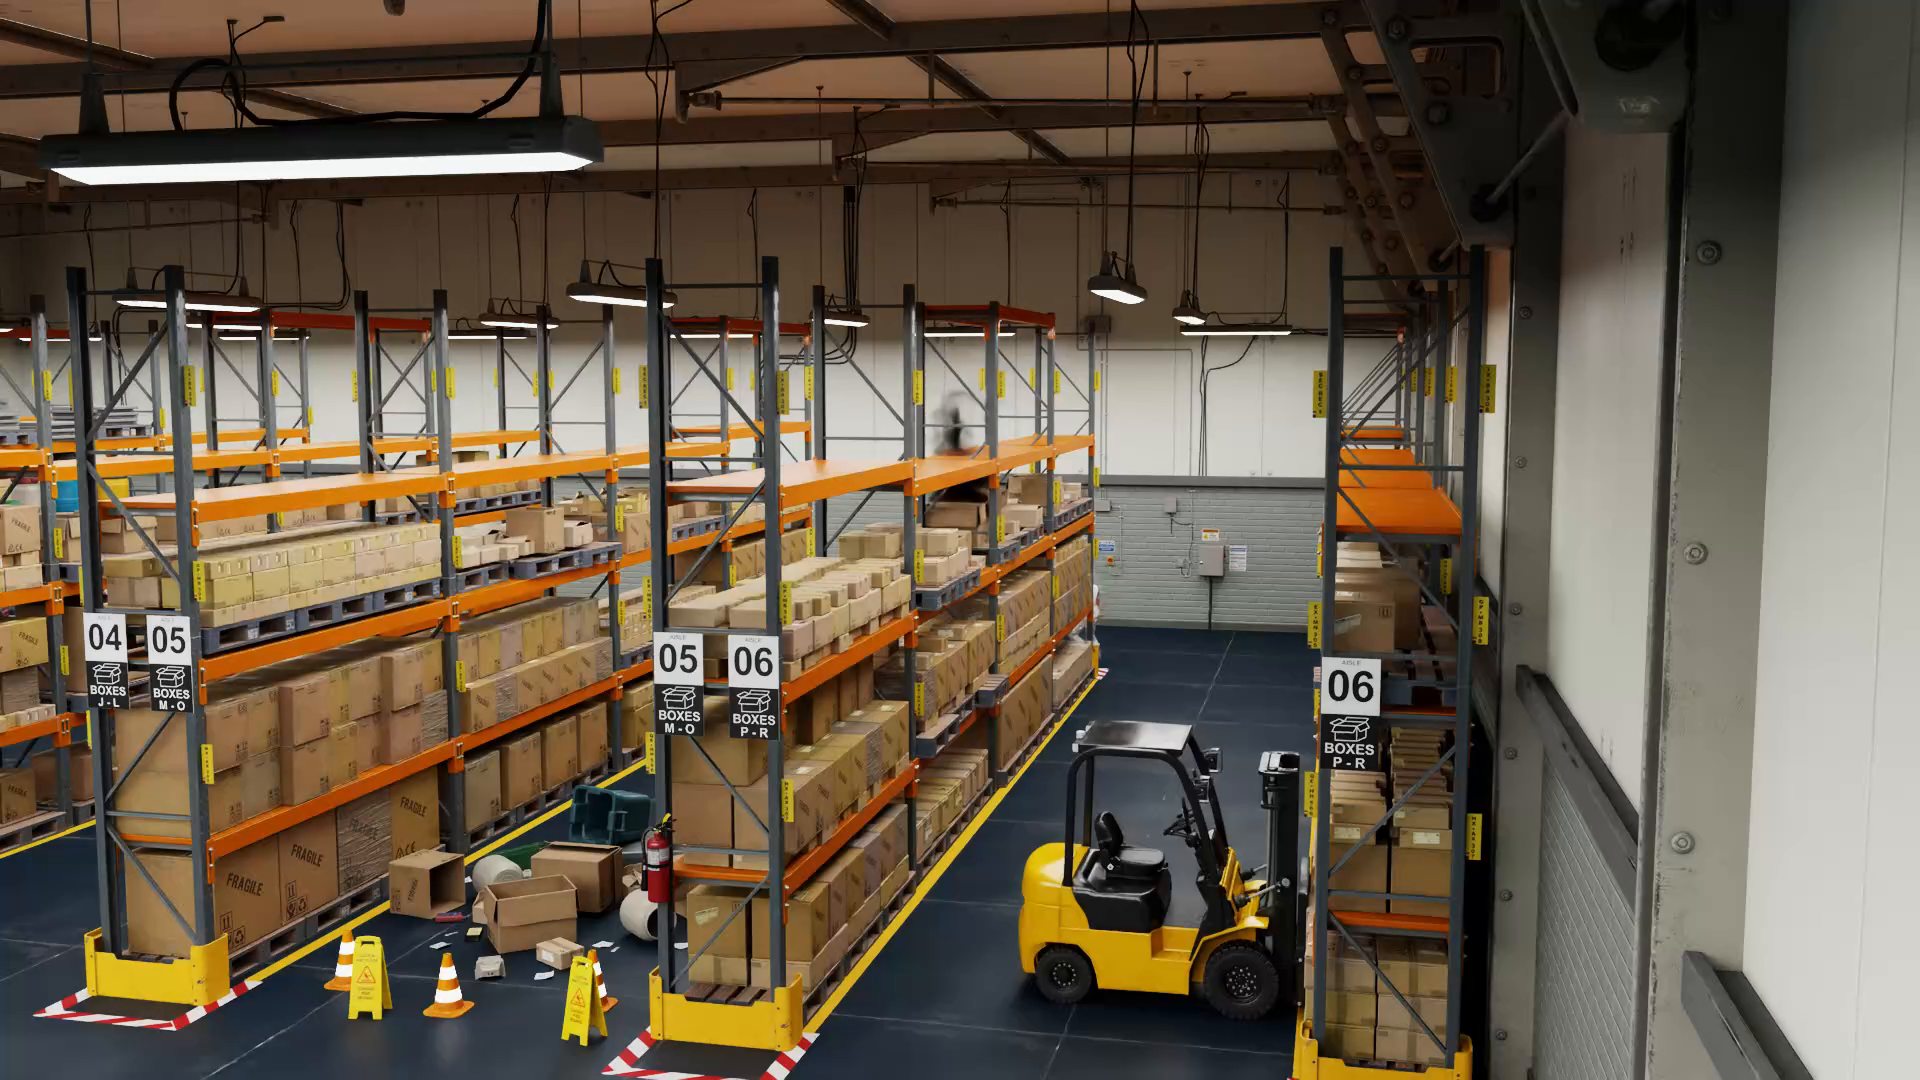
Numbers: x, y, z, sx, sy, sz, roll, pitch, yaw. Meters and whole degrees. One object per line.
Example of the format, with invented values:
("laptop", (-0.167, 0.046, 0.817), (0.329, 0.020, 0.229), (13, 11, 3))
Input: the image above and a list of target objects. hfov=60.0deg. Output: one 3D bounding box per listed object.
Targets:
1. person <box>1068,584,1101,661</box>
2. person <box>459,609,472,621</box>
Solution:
("person", (2.251, 1.342, 29.609), (0.510, 1.694, 0.897), (6, 8, 44))
("person", (-7.421, 1.828, 24.890), (0.572, 1.715, 0.699), (1, 6, 10))
